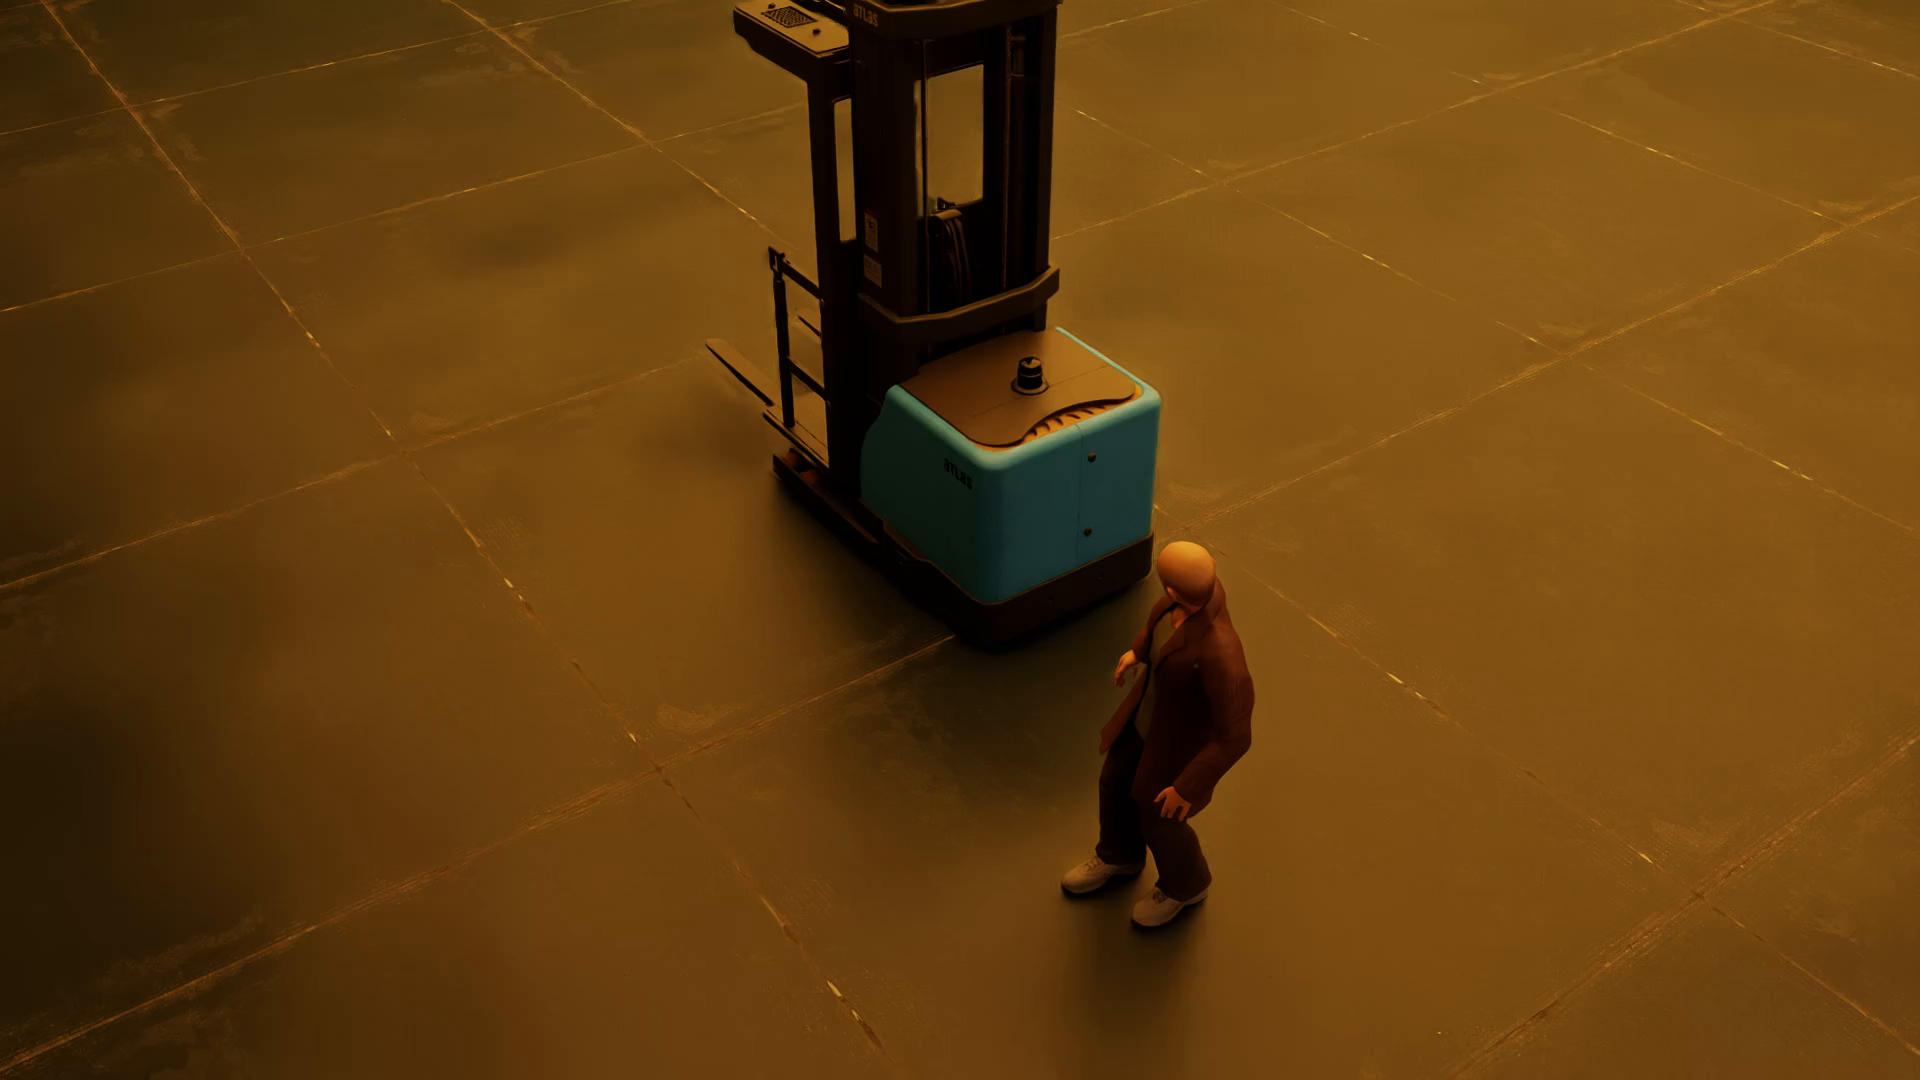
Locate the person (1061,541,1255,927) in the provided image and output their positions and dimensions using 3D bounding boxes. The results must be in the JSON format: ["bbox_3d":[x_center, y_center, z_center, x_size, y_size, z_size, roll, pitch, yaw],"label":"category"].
[{"bbox_3d":[0.711,0.712,5.972,0.558,1.759,0.799,-11,38,-15],"label":"person"}]

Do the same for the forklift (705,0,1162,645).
[{"bbox_3d":[-0.327,-1.528,8.011,1.130,2.935,3.031,-23,42,-28],"label":"forklift"}]
